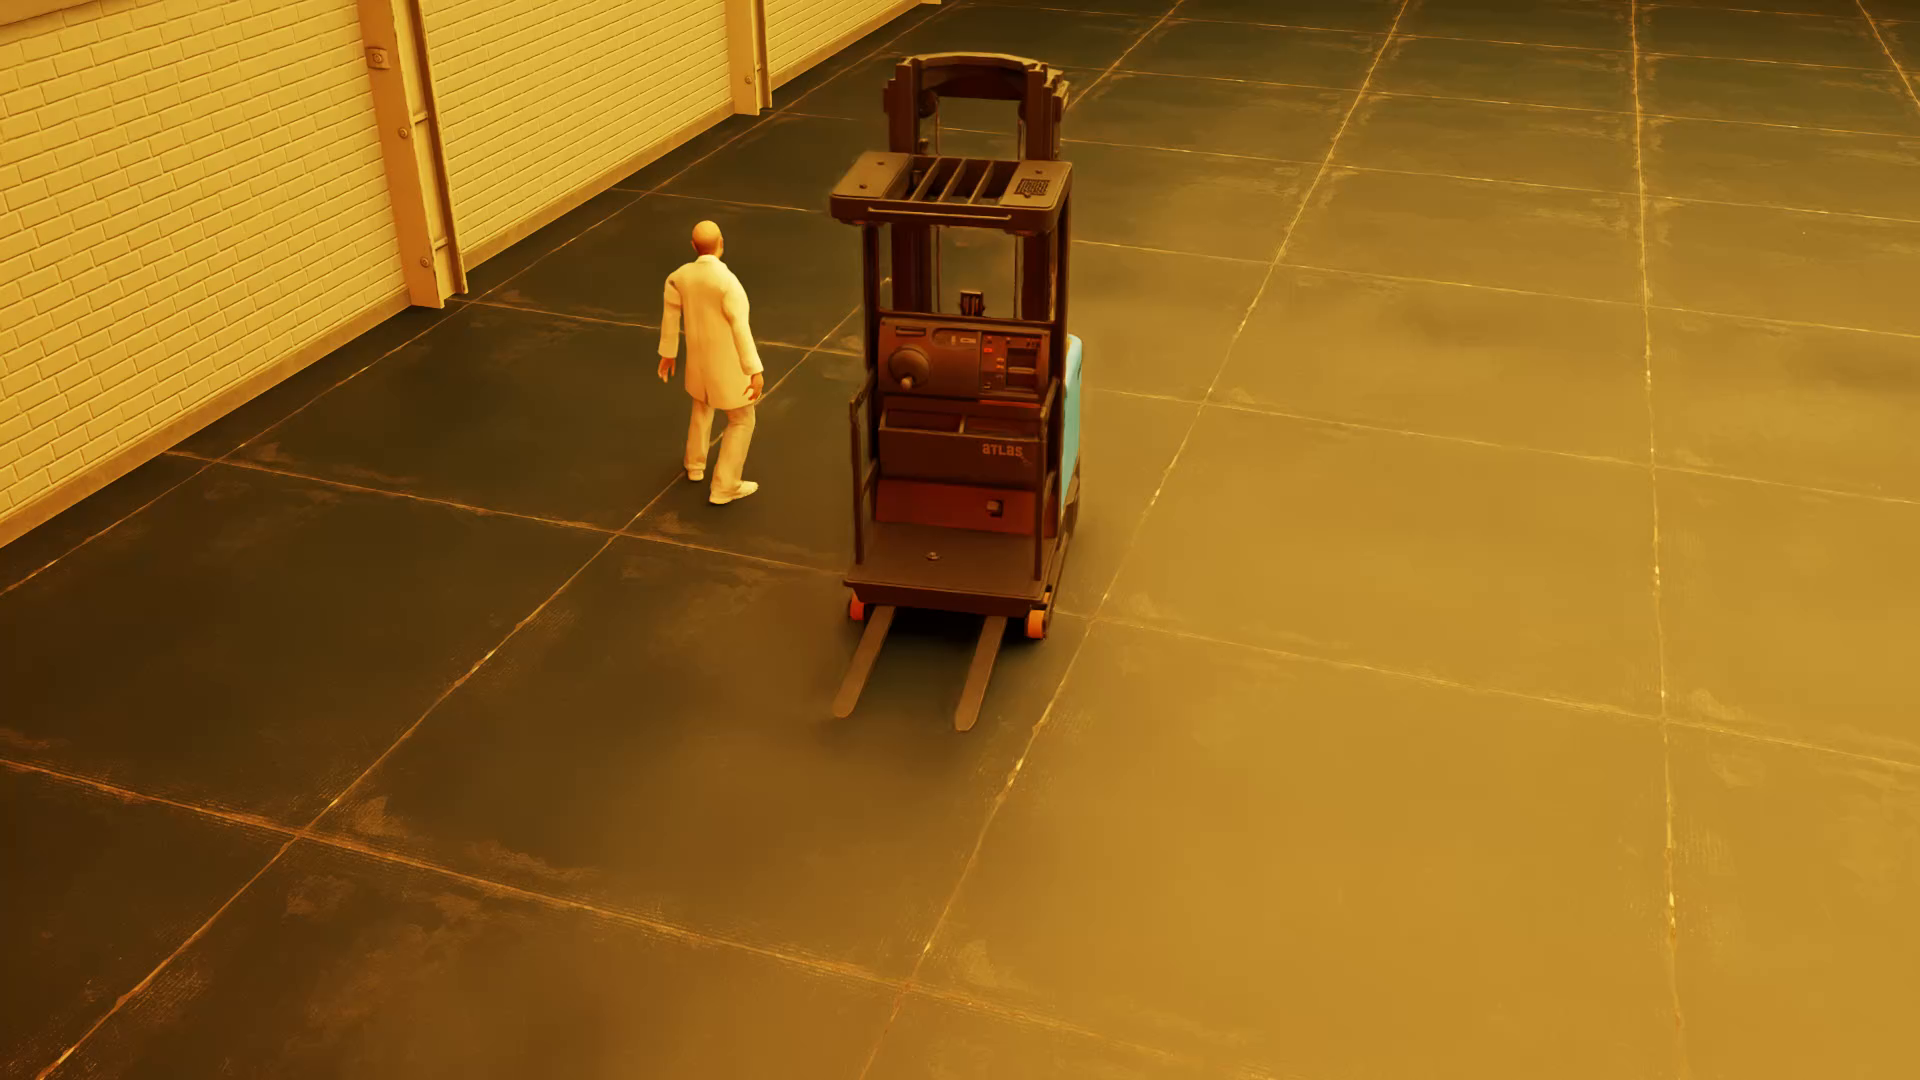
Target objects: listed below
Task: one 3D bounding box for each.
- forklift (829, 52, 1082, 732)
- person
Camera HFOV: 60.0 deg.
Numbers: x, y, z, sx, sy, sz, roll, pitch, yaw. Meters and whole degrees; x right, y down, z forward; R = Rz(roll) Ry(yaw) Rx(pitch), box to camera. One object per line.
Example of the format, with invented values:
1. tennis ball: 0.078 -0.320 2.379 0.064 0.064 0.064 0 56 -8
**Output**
1. forklift: -0.017 -0.924 8.757 1.130 2.935 3.031 5 30 9
2. person: -1.528 -1.092 10.288 0.911 1.749 0.482 21 36 32
